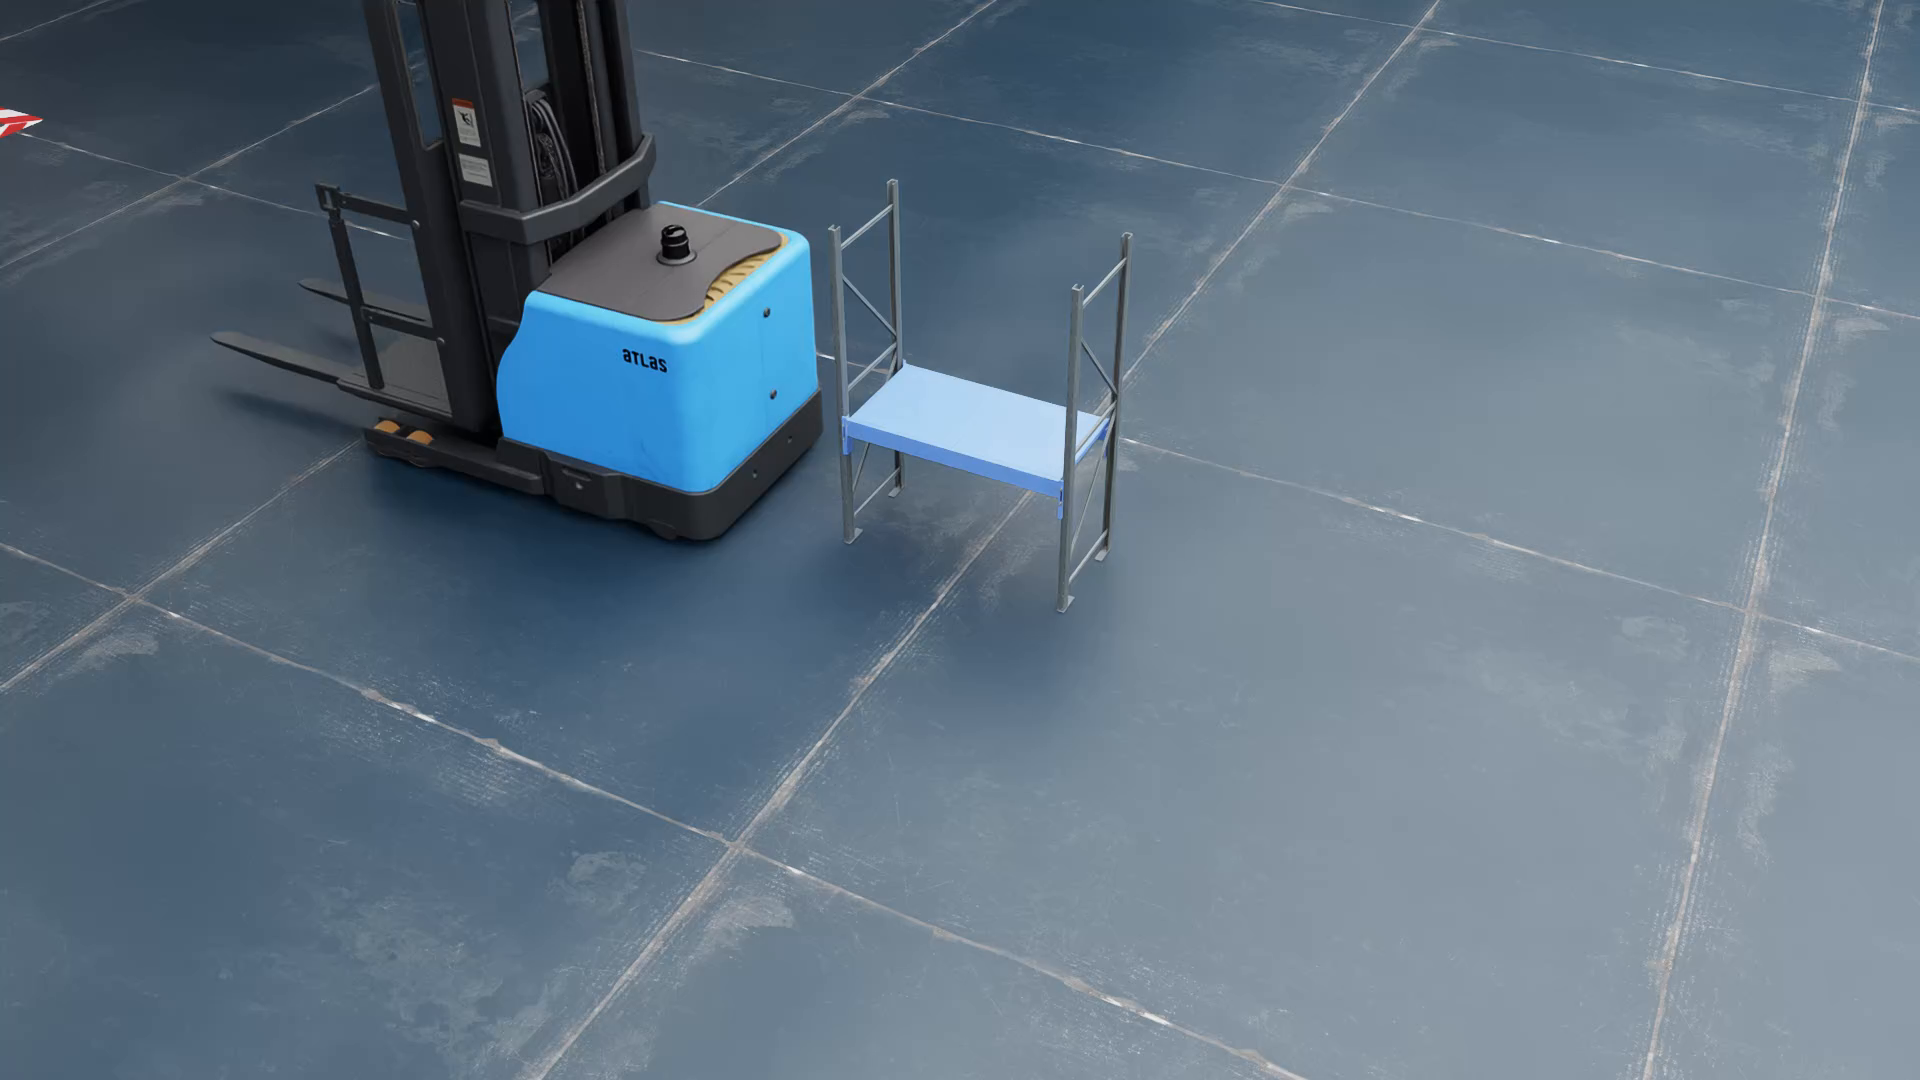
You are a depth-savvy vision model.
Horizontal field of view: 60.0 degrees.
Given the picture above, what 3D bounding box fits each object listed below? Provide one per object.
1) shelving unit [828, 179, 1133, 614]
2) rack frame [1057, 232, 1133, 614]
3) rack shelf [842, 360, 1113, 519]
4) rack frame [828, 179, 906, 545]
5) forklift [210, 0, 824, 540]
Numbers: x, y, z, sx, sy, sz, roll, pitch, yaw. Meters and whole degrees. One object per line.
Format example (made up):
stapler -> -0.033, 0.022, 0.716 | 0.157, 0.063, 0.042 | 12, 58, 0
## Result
shelving unit -> 0.076, -0.574, 6.765 | 1.048, 1.500, 0.538 | 17, 41, 21
rack frame -> 0.527, -0.432, 6.579 | 0.032, 1.500, 0.500 | 17, 41, 21
rack shelf -> 0.076, -0.430, 6.874 | 1.000, 0.185, 0.538 | 17, 41, 21
rack frame -> -0.376, -0.715, 6.952 | 0.032, 1.500, 0.500 | 17, 41, 21
forklift -> -2.196, -1.773, 7.162 | 3.031, 2.935, 1.130 | 16, 40, 20
